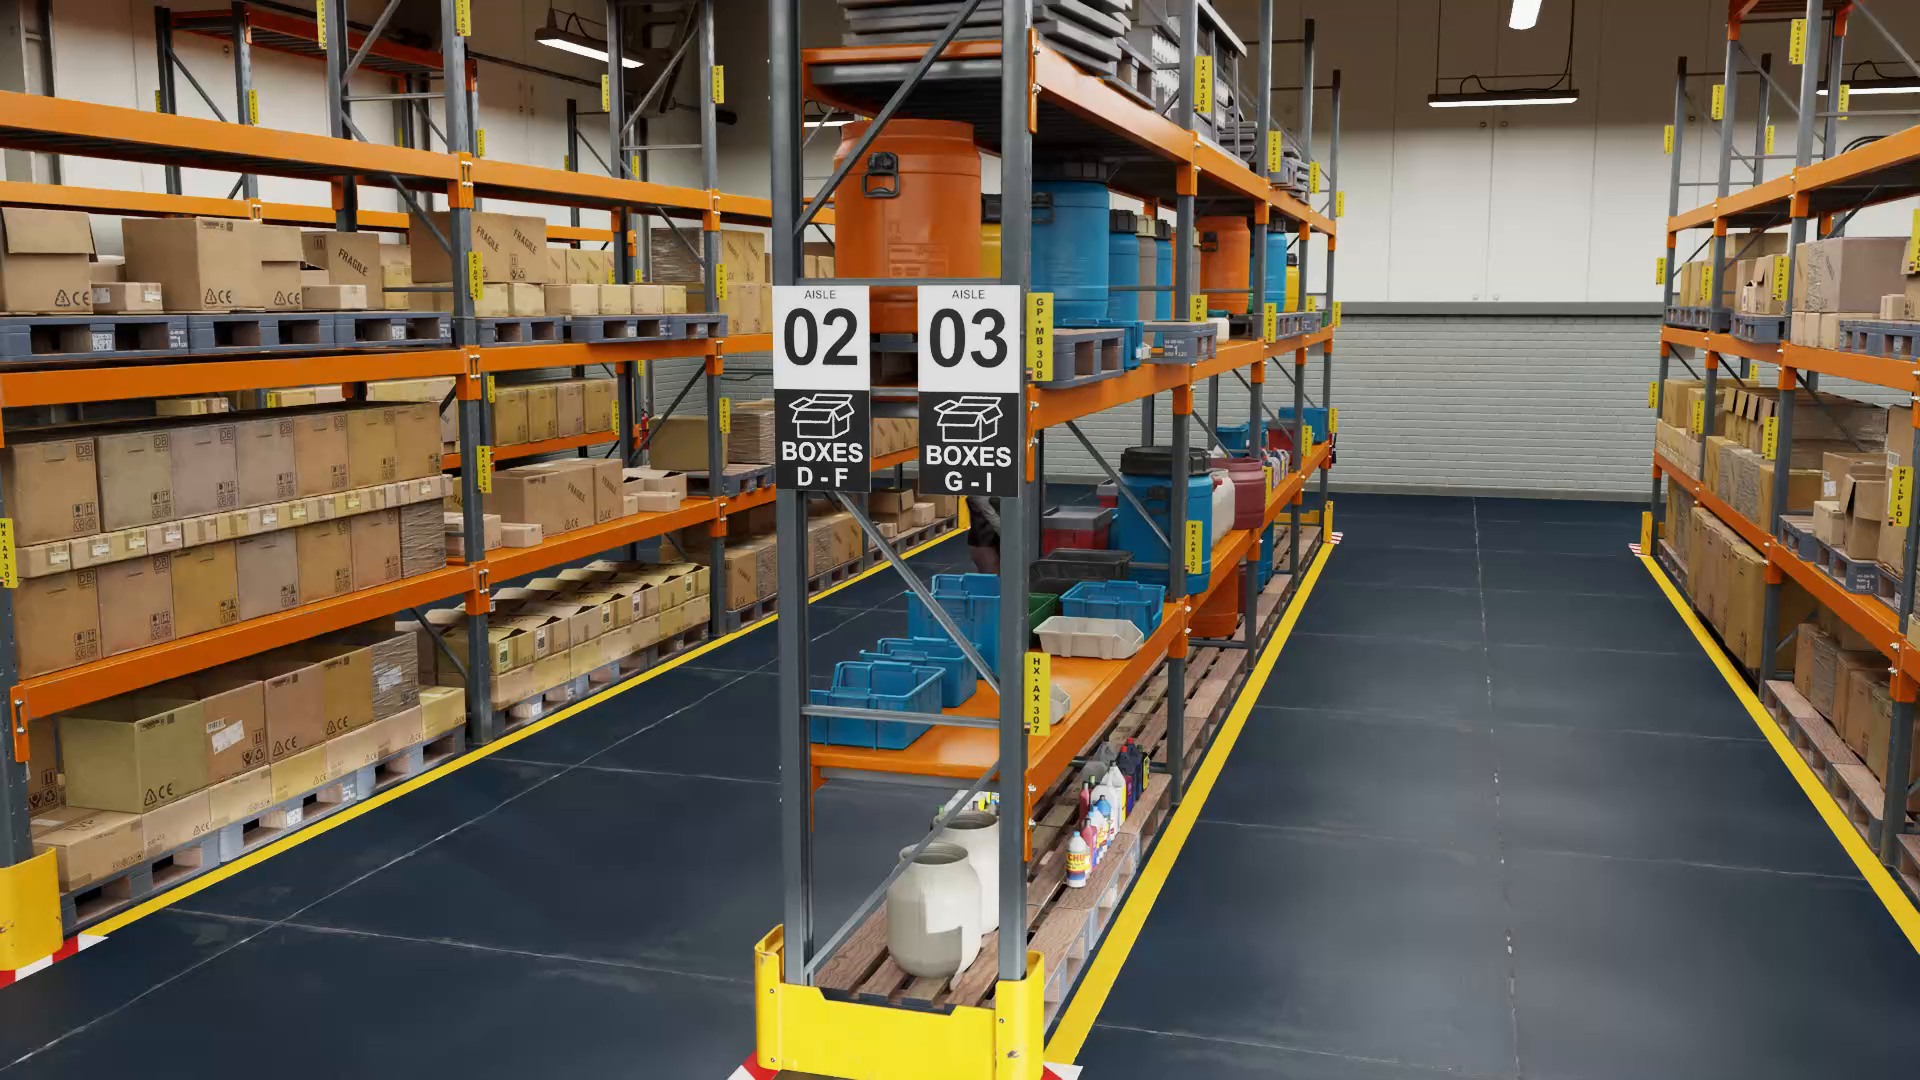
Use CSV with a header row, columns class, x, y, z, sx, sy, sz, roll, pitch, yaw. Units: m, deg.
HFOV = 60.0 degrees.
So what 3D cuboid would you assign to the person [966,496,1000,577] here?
class,x,y,z,sx,sy,sz,roll,pitch,yaw
person,0.354,0.088,15.340,0.550,1.711,0.494,3,9,17
